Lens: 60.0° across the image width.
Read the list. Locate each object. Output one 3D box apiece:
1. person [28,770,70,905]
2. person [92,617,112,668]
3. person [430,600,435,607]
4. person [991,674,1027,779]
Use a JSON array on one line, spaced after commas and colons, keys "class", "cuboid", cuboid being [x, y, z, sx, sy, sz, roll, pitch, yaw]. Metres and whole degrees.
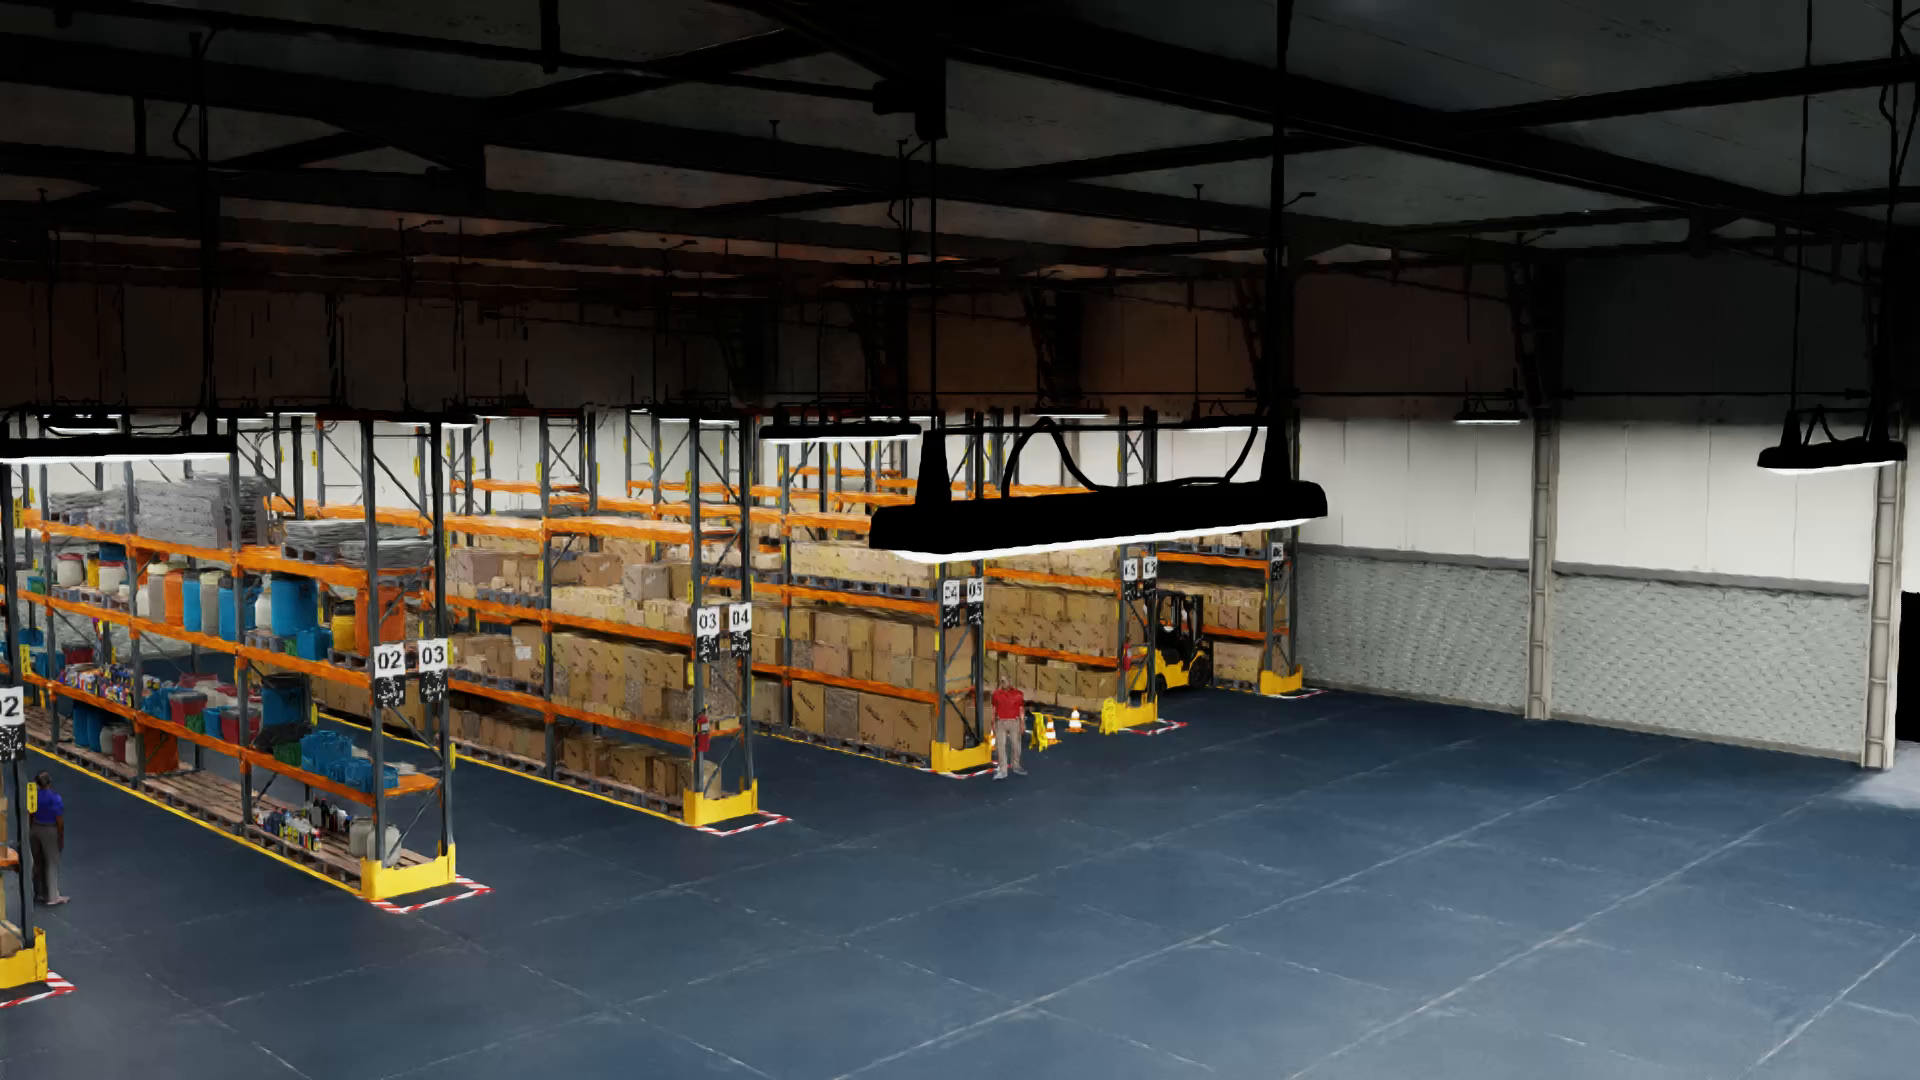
[{"class": "person", "cuboid": [-11.313, 3.671, 20.628, 0.502, 1.652, 0.422, 1, 5, 13]}, {"class": "person", "cuboid": [-19.590, 2.116, 37.753, 0.498, 1.760, 0.737, 0, 5, 0]}, {"class": "person", "cuboid": [-12.635, 1.977, 39.957, 0.500, 1.655, 0.567, -1, 5, -8]}, {"class": "person", "cuboid": [0.810, 3.052, 27.442, 0.595, 1.717, 0.584, 1, 5, 8]}]
